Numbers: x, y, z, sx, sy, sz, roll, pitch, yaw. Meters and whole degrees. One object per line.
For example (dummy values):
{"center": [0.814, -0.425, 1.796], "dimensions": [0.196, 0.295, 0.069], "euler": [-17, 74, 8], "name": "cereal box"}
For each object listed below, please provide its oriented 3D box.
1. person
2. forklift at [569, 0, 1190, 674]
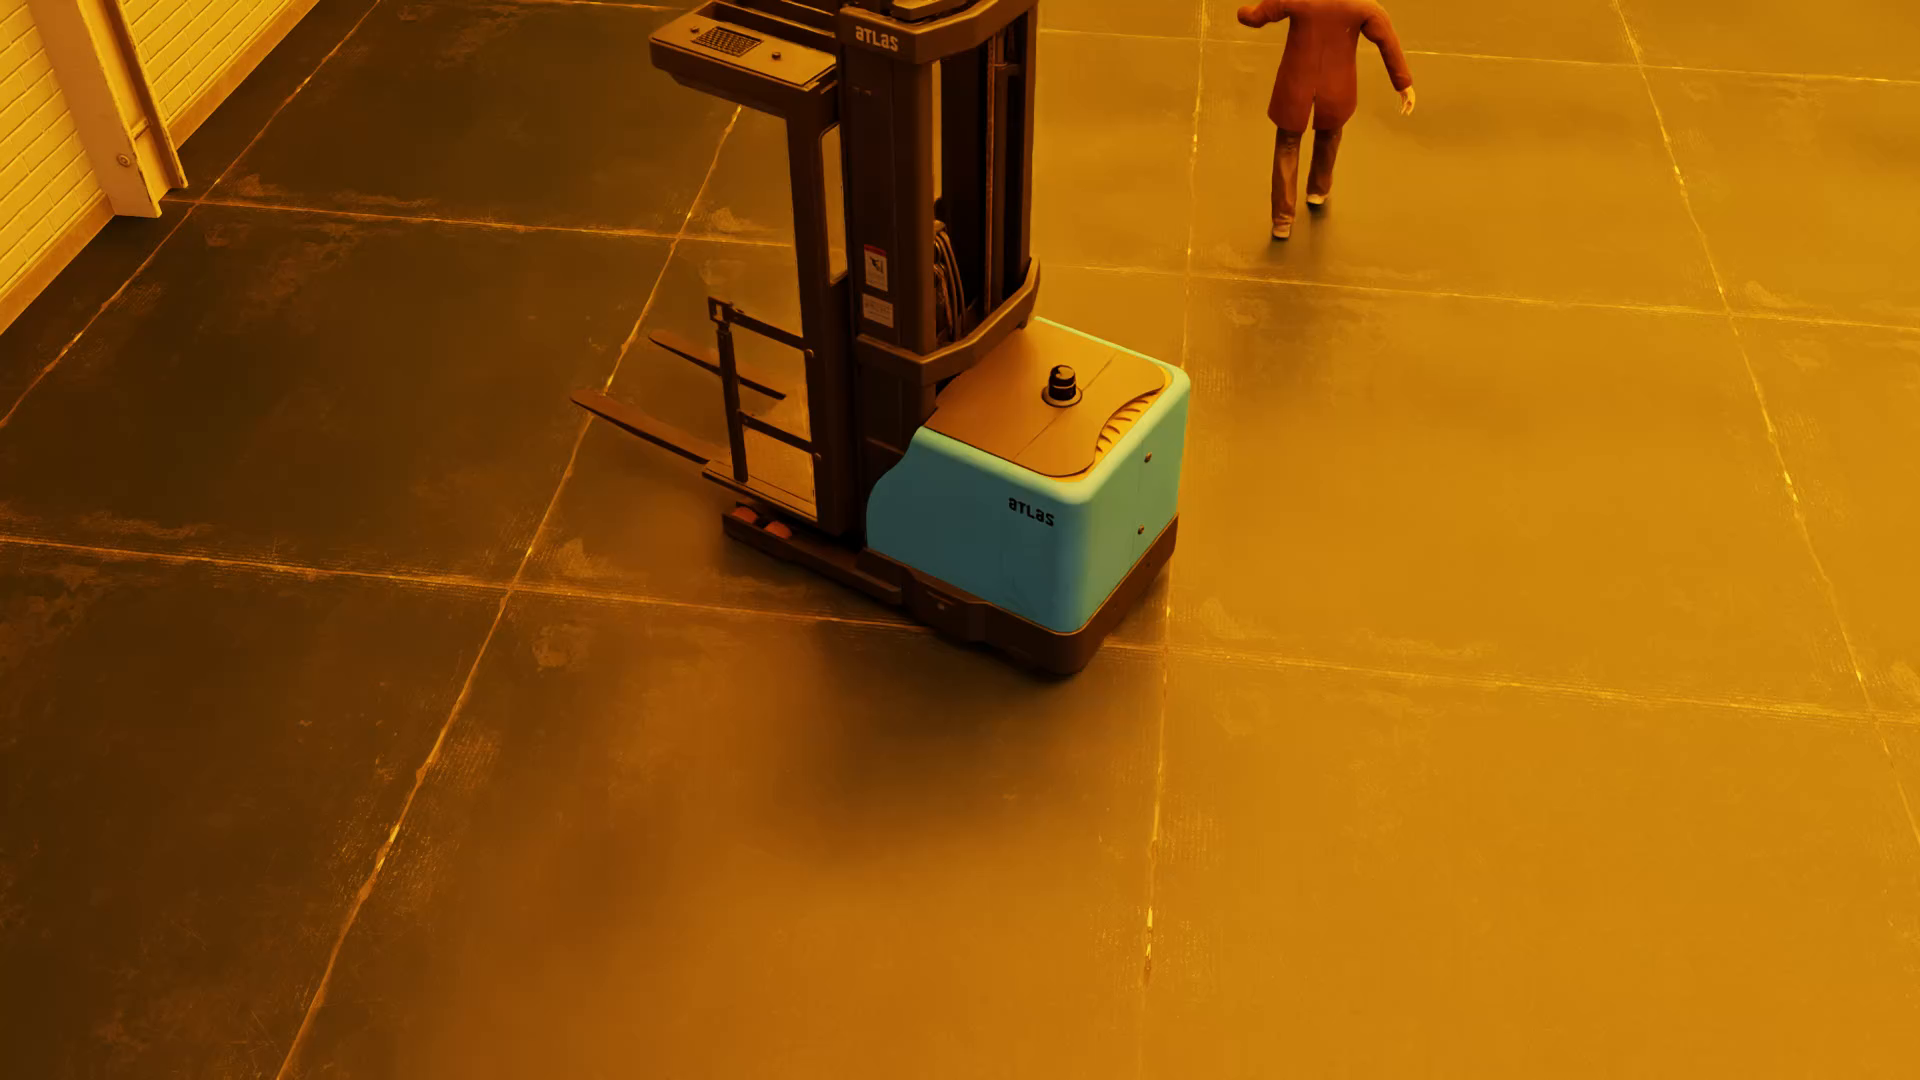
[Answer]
{"center": [2.064, -2.631, 9.490], "dimensions": [1.049, 1.781, 0.758], "euler": [8, 43, 9], "name": "person"}
{"center": [-0.517, -1.276, 7.113], "dimensions": [3.031, 2.935, 1.130], "euler": [24, 48, 24], "name": "forklift"}
